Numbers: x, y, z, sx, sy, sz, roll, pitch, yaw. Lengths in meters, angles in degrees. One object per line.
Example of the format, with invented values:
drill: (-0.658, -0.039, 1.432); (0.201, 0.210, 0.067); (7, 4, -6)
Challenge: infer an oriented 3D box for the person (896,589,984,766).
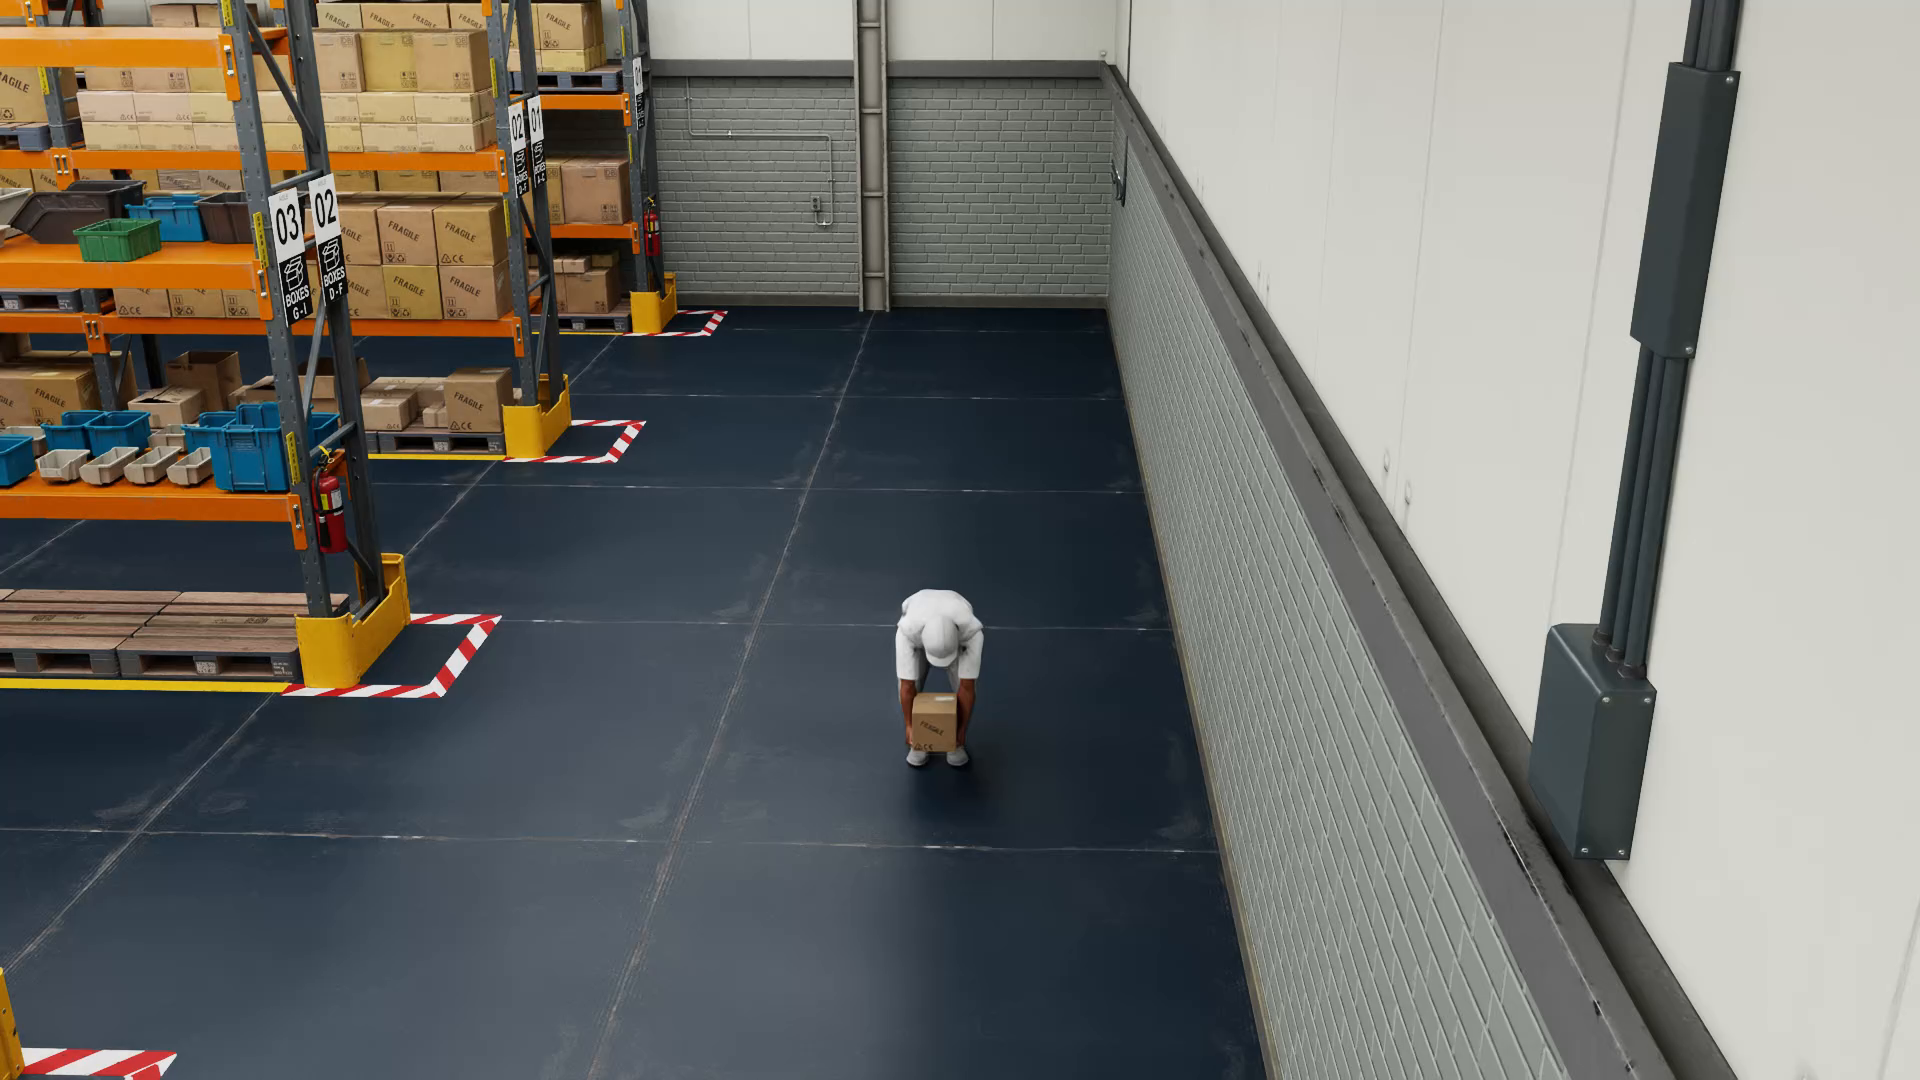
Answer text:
person: (-0.116, 0.827, 9.730); (0.504, 1.144, 0.959); (0, 21, -1)
